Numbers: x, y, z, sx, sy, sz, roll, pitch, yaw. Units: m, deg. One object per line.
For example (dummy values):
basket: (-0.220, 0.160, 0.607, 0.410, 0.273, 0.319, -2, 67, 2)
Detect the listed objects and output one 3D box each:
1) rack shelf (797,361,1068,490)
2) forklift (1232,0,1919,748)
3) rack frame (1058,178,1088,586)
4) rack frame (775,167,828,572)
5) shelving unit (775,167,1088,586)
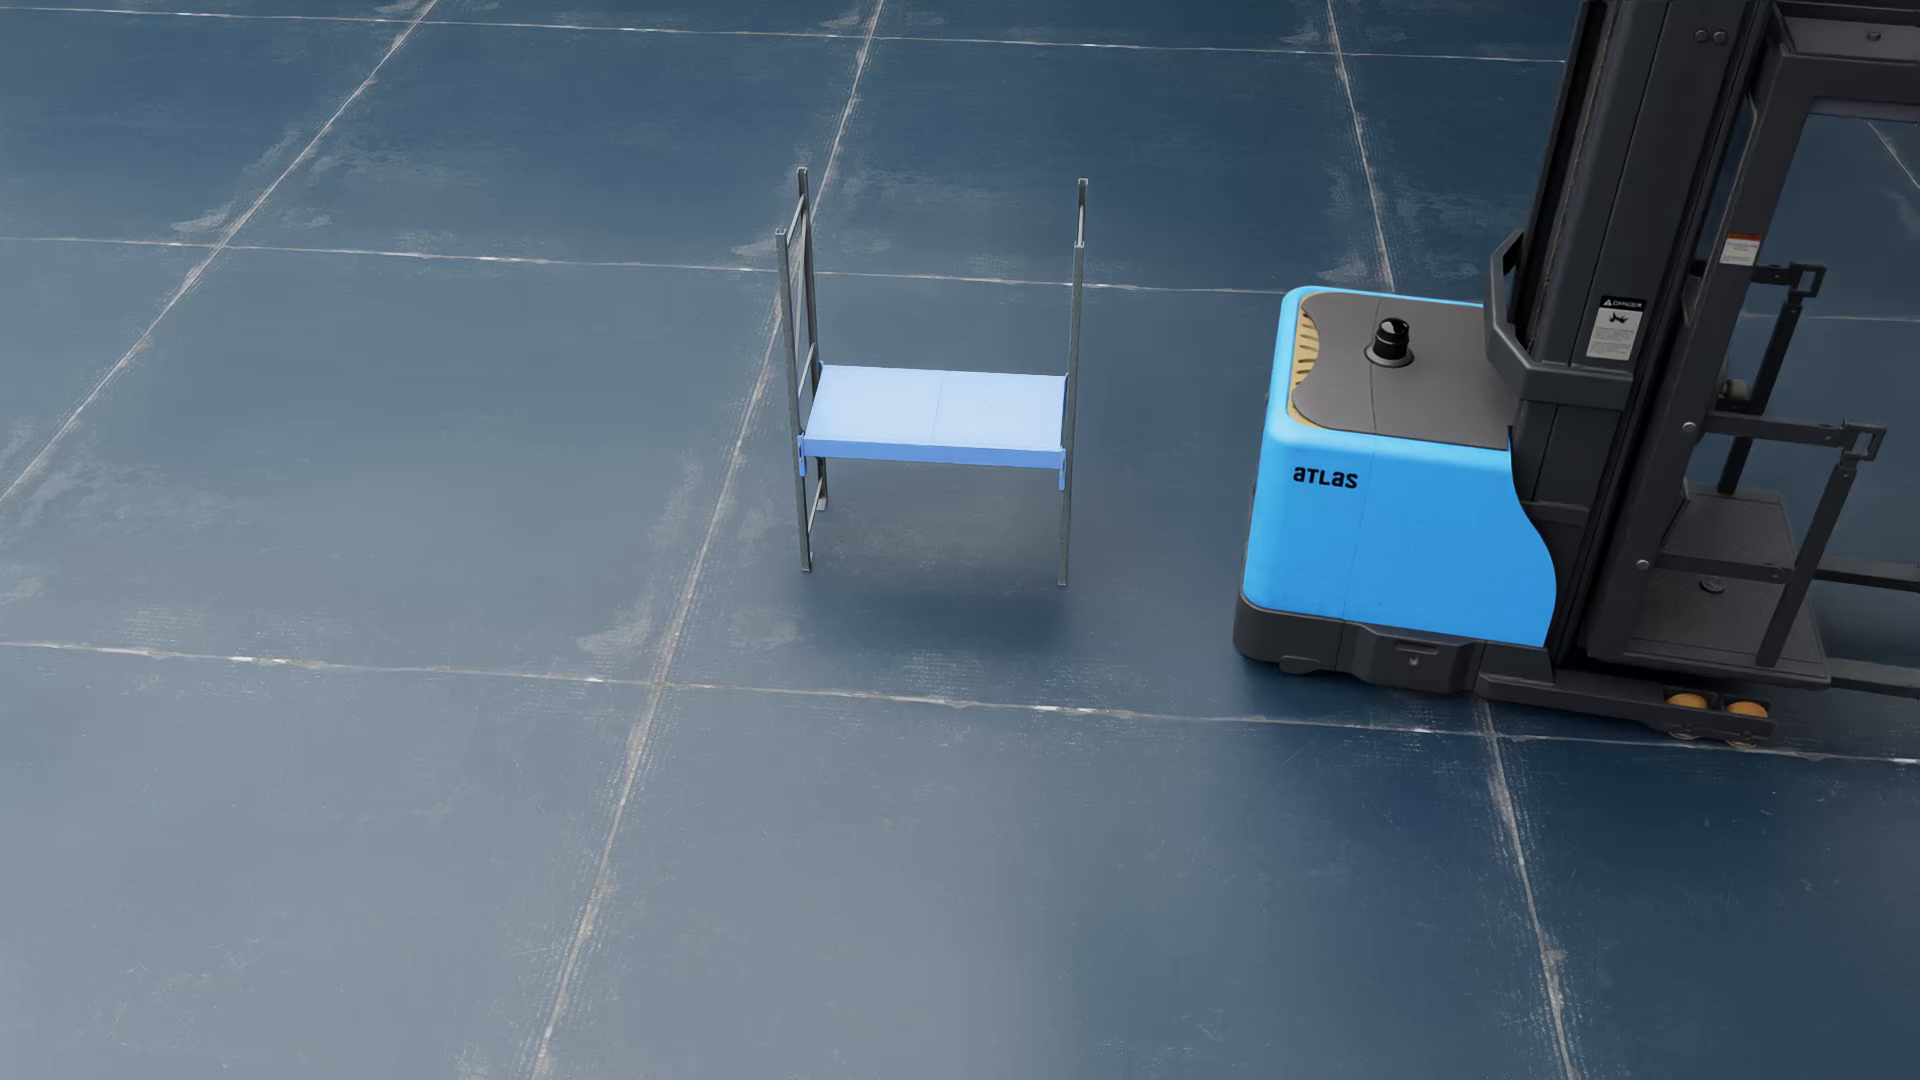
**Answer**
rack shelf: (-0.085, -0.447, 6.396, 1.000, 0.185, 0.538, 3, 39, 4)
forklift: (2.584, -0.775, 5.380, 3.031, 2.935, 1.130, 8, 40, 10)
rack frame: (0.421, -0.559, 6.248, 0.032, 1.500, 0.500, 3, 39, 4)
rack frame: (-0.591, -0.614, 6.316, 0.032, 1.500, 0.500, 3, 39, 4)
shelving unit: (-0.085, -0.586, 6.282, 1.048, 1.500, 0.538, 3, 39, 4)
